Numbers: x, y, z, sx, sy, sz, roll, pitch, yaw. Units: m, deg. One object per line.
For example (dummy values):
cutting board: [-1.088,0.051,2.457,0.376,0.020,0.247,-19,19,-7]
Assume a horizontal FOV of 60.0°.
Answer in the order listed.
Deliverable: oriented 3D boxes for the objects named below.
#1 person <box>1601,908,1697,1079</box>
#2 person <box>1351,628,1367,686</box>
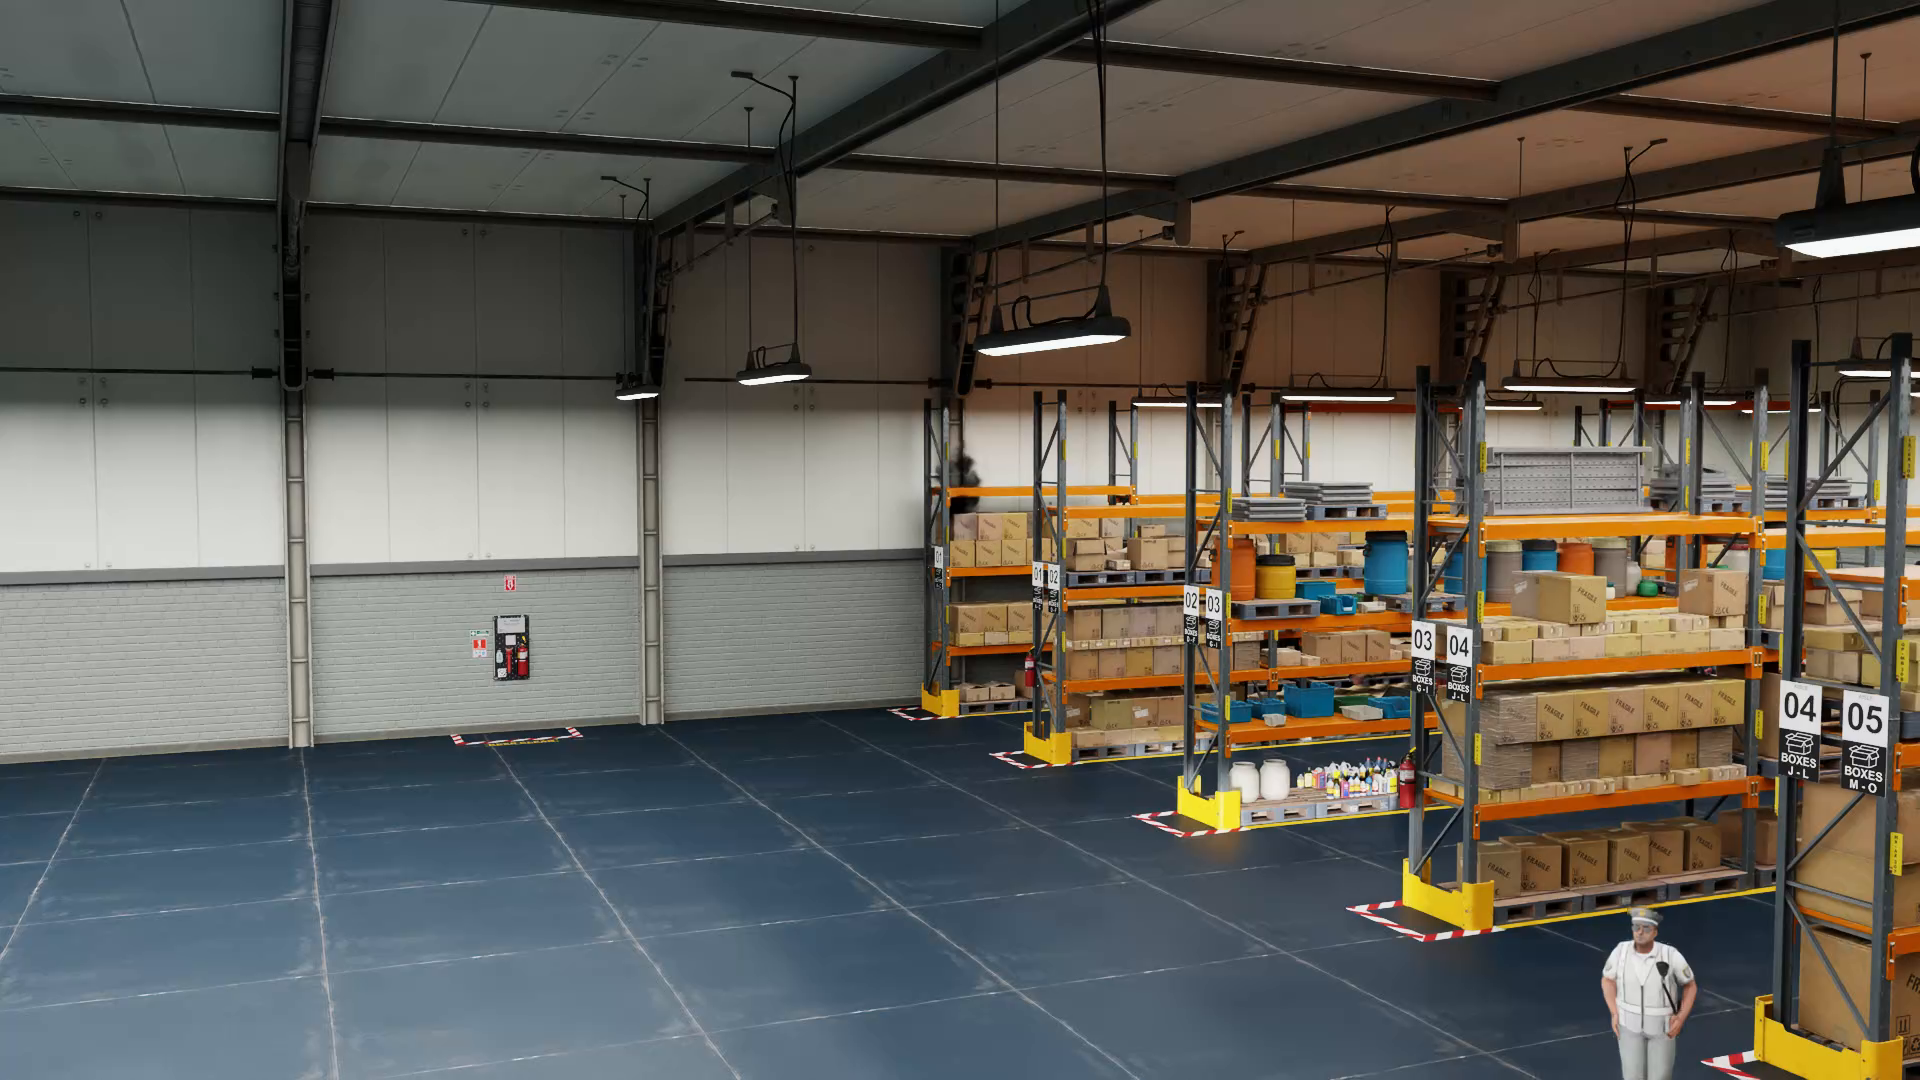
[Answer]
person: [5.083,3.574,12.307,0.658,1.757,0.550,2,4,30]
person: [7.600,2.480,31.479,0.926,1.656,0.562,-2,4,-33]
